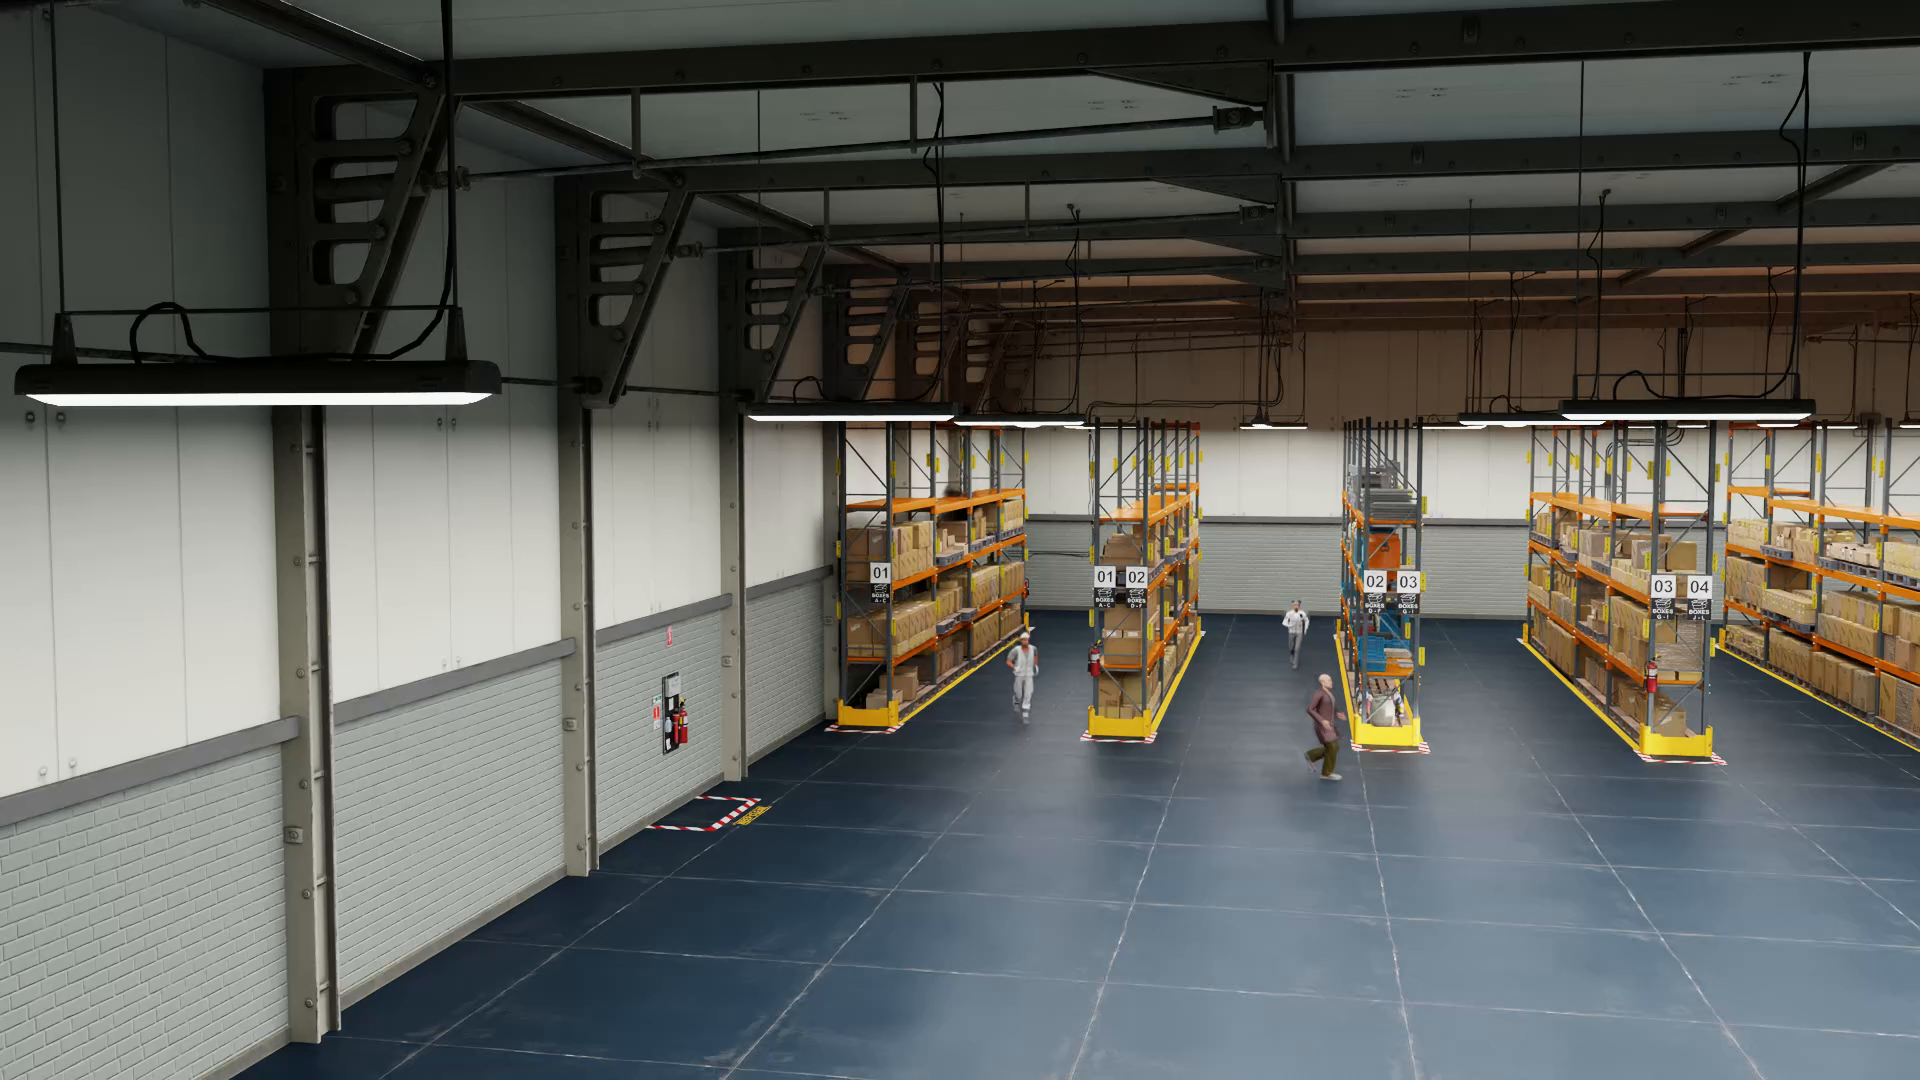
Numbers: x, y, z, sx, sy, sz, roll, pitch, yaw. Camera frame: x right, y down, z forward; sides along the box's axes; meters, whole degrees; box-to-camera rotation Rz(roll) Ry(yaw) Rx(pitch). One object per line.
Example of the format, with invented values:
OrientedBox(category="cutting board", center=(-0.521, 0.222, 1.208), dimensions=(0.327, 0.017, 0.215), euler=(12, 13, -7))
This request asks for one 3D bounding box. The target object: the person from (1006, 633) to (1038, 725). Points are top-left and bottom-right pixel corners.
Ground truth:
OrientedBox(category="person", center=(1.245, 2.701, 32.840), dimensions=(0.684, 1.775, 1.030), euler=(-1, 4, -14))

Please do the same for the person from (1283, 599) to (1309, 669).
OrientedBox(category="person", center=(8.159, 2.262, 40.388), dimensions=(0.626, 1.669, 0.760), euler=(1, 4, 12))

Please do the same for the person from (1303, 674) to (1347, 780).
OrientedBox(category="person", center=(5.971, 3.095, 27.395), dimensions=(0.724, 1.691, 0.704), euler=(3, 5, 36))
